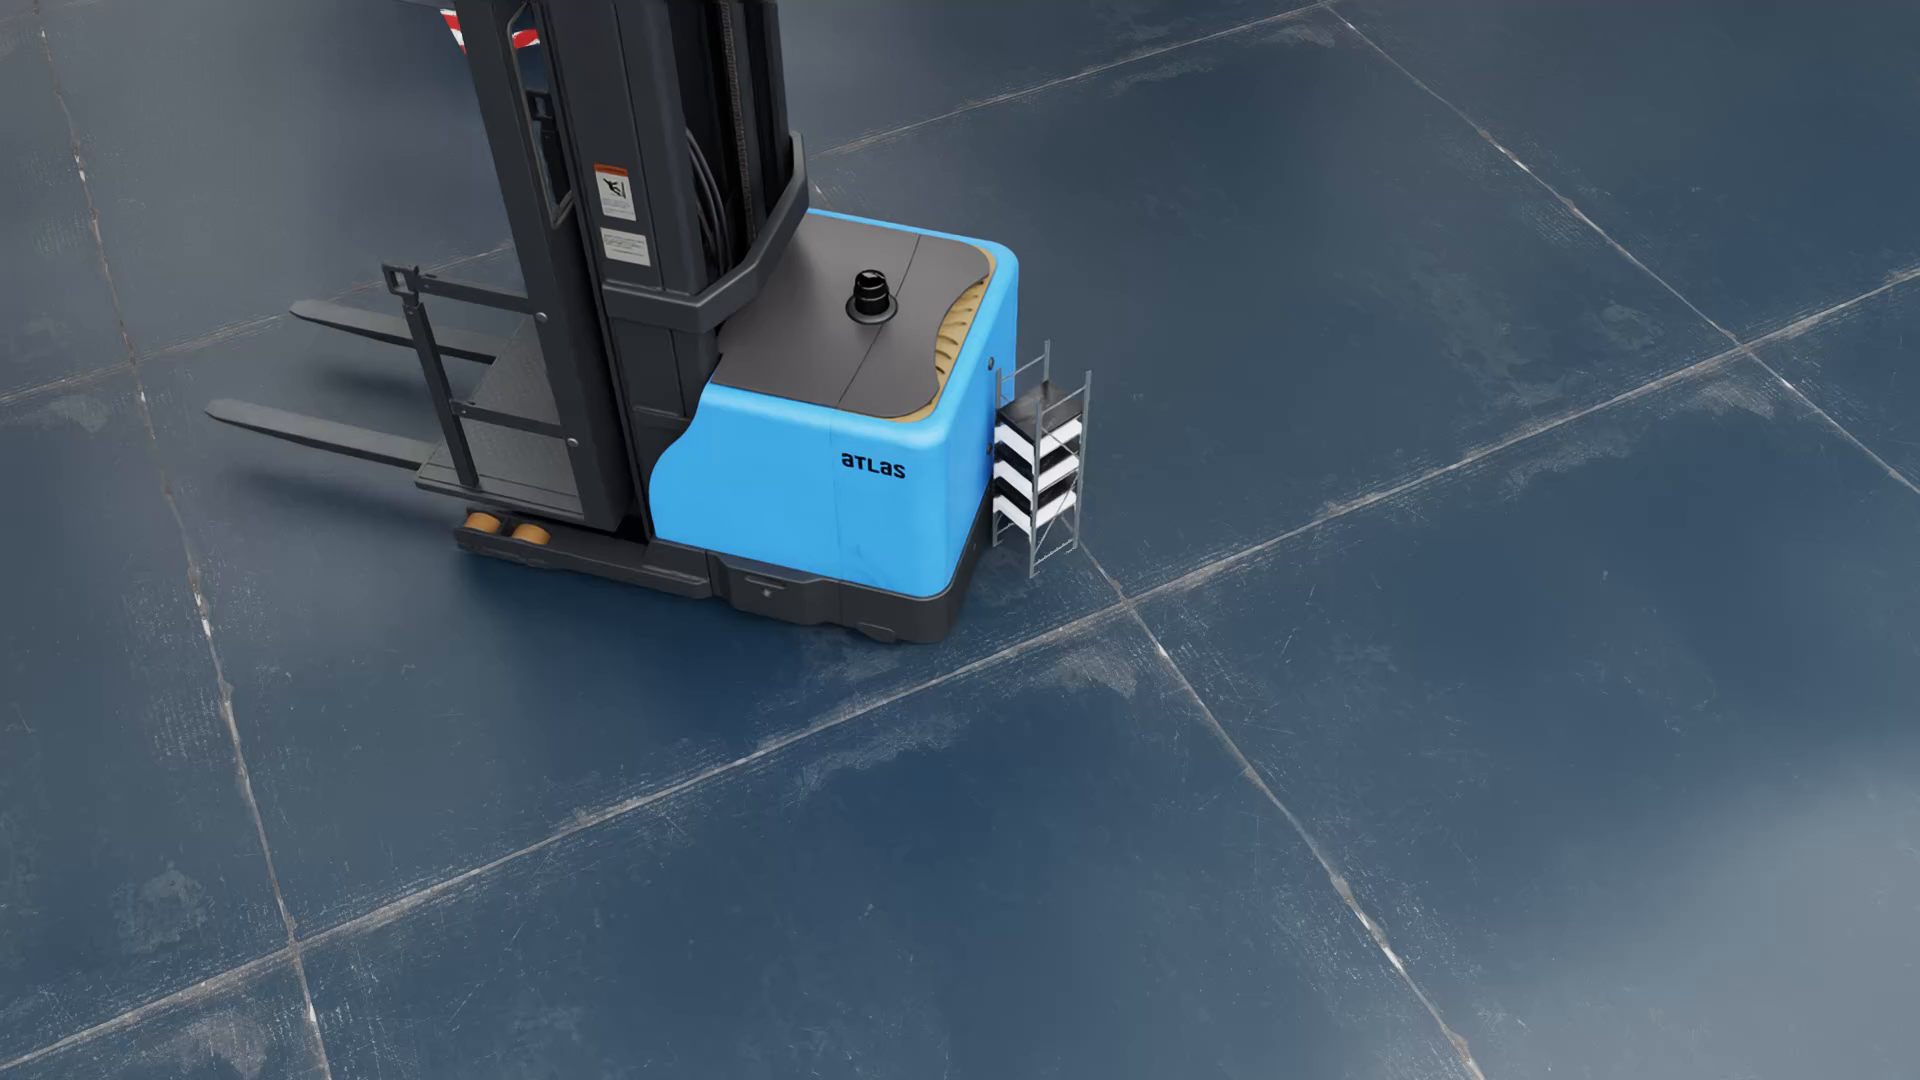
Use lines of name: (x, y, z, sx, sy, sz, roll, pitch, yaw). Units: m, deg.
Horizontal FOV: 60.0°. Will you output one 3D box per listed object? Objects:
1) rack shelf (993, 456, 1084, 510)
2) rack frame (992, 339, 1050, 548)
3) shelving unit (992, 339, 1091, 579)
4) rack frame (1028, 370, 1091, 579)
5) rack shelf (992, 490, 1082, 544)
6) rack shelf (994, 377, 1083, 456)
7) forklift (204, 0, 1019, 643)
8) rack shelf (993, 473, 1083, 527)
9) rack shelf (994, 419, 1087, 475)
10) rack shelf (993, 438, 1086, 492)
rack shelf: (0.279, -0.247, 5.913, 0.258, 0.077, 0.200, -33, 56, -25)
rack frame: (0.213, -0.328, 5.939, 0.240, 0.900, 0.006, -33, 56, -25)
shelving unit: (0.279, -0.269, 5.888, 0.258, 0.900, 0.210, -33, 56, -25)
rack frame: (0.345, -0.211, 5.837, 0.240, 0.900, 0.006, -33, 56, -25)
rack shelf: (0.279, -0.129, 6.048, 0.258, 0.077, 0.200, -33, 56, -25)
rack shelf: (0.279, -0.425, 5.710, 0.258, 0.077, 0.200, -33, 56, -25)
forklift: (-1.359, -1.234, 5.382, 3.031, 2.935, 1.130, 12, 50, 11)
rack shelf: (0.279, -0.188, 5.981, 0.258, 0.077, 0.200, -33, 56, -25)
rack shelf: (0.279, -0.366, 5.777, 0.258, 0.077, 0.200, -33, 56, -25)
rack shelf: (0.279, -0.307, 5.845, 0.258, 0.077, 0.200, -33, 56, -25)
